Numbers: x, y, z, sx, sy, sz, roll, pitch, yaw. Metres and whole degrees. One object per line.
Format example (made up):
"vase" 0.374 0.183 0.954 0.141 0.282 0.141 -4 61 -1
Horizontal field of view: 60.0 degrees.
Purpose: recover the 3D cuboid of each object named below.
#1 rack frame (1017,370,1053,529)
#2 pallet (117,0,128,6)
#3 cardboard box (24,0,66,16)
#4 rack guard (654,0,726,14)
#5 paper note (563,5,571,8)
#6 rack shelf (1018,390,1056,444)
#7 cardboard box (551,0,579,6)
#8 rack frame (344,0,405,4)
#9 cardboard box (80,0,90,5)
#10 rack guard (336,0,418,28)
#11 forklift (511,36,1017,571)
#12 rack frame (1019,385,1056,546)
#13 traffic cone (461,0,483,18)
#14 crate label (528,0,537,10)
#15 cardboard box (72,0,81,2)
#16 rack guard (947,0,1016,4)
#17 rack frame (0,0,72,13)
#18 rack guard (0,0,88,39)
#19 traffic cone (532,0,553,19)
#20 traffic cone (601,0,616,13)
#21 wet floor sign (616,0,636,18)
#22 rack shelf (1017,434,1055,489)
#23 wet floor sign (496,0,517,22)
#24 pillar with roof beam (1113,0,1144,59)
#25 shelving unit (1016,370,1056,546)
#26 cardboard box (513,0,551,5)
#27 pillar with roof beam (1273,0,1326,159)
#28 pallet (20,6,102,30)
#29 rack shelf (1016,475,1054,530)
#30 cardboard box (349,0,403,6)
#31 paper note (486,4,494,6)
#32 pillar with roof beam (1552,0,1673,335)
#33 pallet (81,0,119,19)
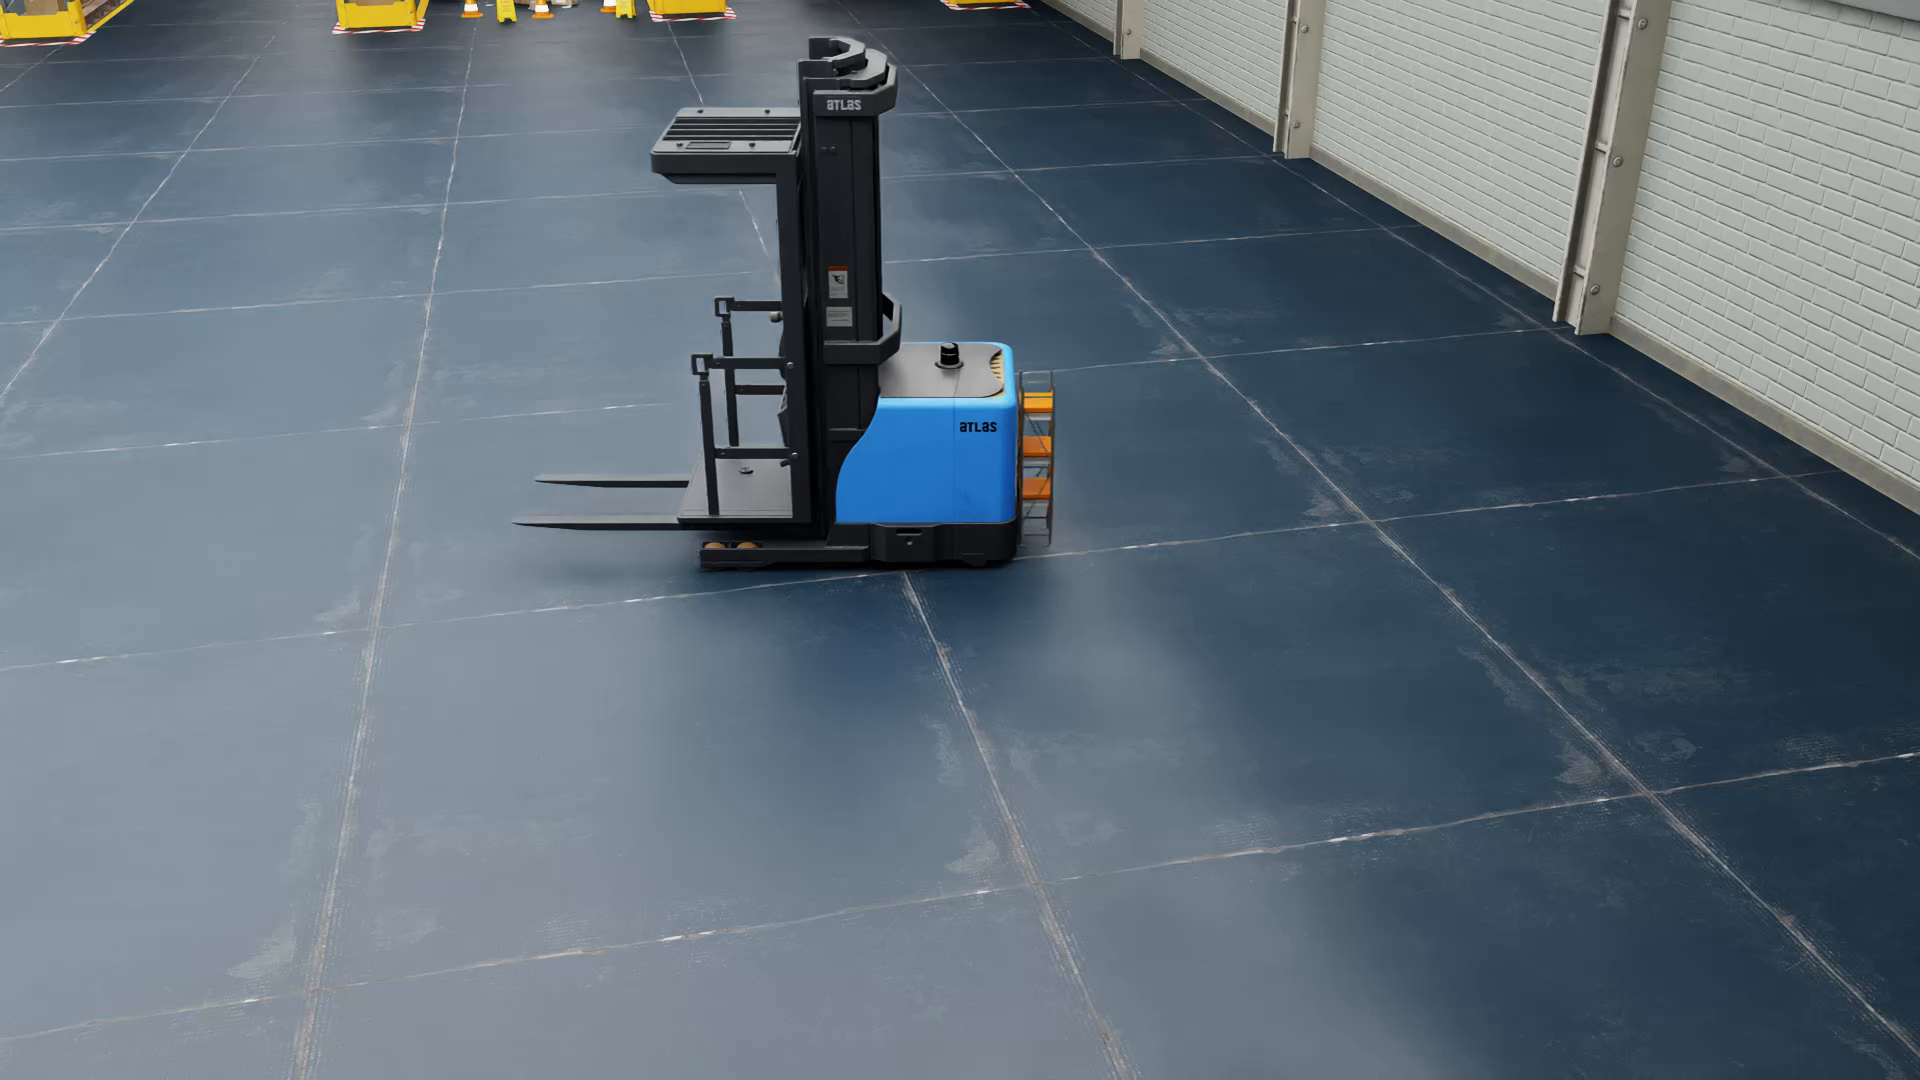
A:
"rack frame" 0.455 -0.543 10.160 0.200 1.050 0.008 0 27 -1
"pallet" -14.840 -9.324 28.489 1.003 0.211 1.213 -6 27 -12
"cardboard box" -14.249 -8.452 25.974 0.500 0.500 0.500 -1 27 -2
"rack guard" -4.487 -9.028 27.582 1.175 0.500 0.348 -6 27 -12
"paper note" -6.622 -8.998 28.043 0.148 0.019 0.142 -16 31 -29
"rack shelf" 0.457 -0.731 9.928 0.215 0.259 0.240 0 27 -1
"cardboard box" -6.733 -9.208 28.328 0.380 0.149 0.250 8 28 15
"rack frame" -9.269 -9.564 25.869 1.000 3.000 0.127 -6 27 -12
"cardboard box" -14.540 -8.987 27.035 0.500 0.500 0.500 -3 27 -7
"rack guard" -9.264 -8.437 26.411 1.175 0.500 0.348 -6 27 -12
"forklift" -1.178 -1.363 9.699 3.031 2.935 1.130 0 27 0
"rack frame" 0.459 -0.433 9.942 0.200 1.050 0.008 0 27 -1
"traffic cone" -8.006 -8.808 27.188 0.336 0.463 0.334 -6 27 -12
"crate label" -7.066 -8.967 27.864 0.250 0.136 0.298 -23 35 -38
"cardboard box" -14.417 -8.711 26.487 0.500 0.500 0.500 1 27 2
"rack guard" 0.371 -9.490 28.497 1.175 0.500 0.348 -6 27 -12
"rack frame" -14.125 -9.104 24.959 1.000 3.000 0.127 -6 27 -12
"rack guard" -14.142 -8.022 25.588 1.175 0.500 0.348 -6 27 -12
"traffic cone" -6.828 -8.774 27.120 0.336 0.463 0.334 -6 27 -12
"traffic cone" -5.823 -9.036 27.639 0.336 0.463 0.334 -6 27 -12
"wet floor sign" -5.469 -8.868 27.103 0.267 0.644 0.232 3 27 6
"rack shelf" 0.457 -0.478 10.056 0.215 0.259 0.240 0 27 -1
"wet floor sign" -7.334 -8.701 26.772 0.267 0.644 0.232 -11 29 -20
"pillar with roof beam" -1.755 -10.621 21.305 9.100 9.000 0.400 -6 27 -12
"shelving unit" 0.457 -0.488 10.051 0.215 1.050 0.252 0 27 -1
"cardboard box" -7.332 -9.510 28.533 0.637 0.503 0.797 19 32 32
"pillar with roof beam" -0.403 -7.987 16.086 9.100 9.000 0.400 -6 27 -12
"pallet" -14.290 -8.253 26.367 1.003 0.211 1.213 -6 27 -12
"rack shelf" 0.457 -0.230 10.181 0.215 0.259 0.240 0 27 -1
"cardboard box" -9.487 -9.094 26.829 0.875 0.875 0.875 -6 27 -11
"paper note" -7.959 -9.080 28.207 0.144 0.017 0.142 3 27 6
"pillar with roof beam" 0.949 -5.352 10.868 9.100 9.000 0.400 -6 27 -12
"pallet" -14.562 -8.788 27.426 1.003 0.211 1.213 -6 27 -12
